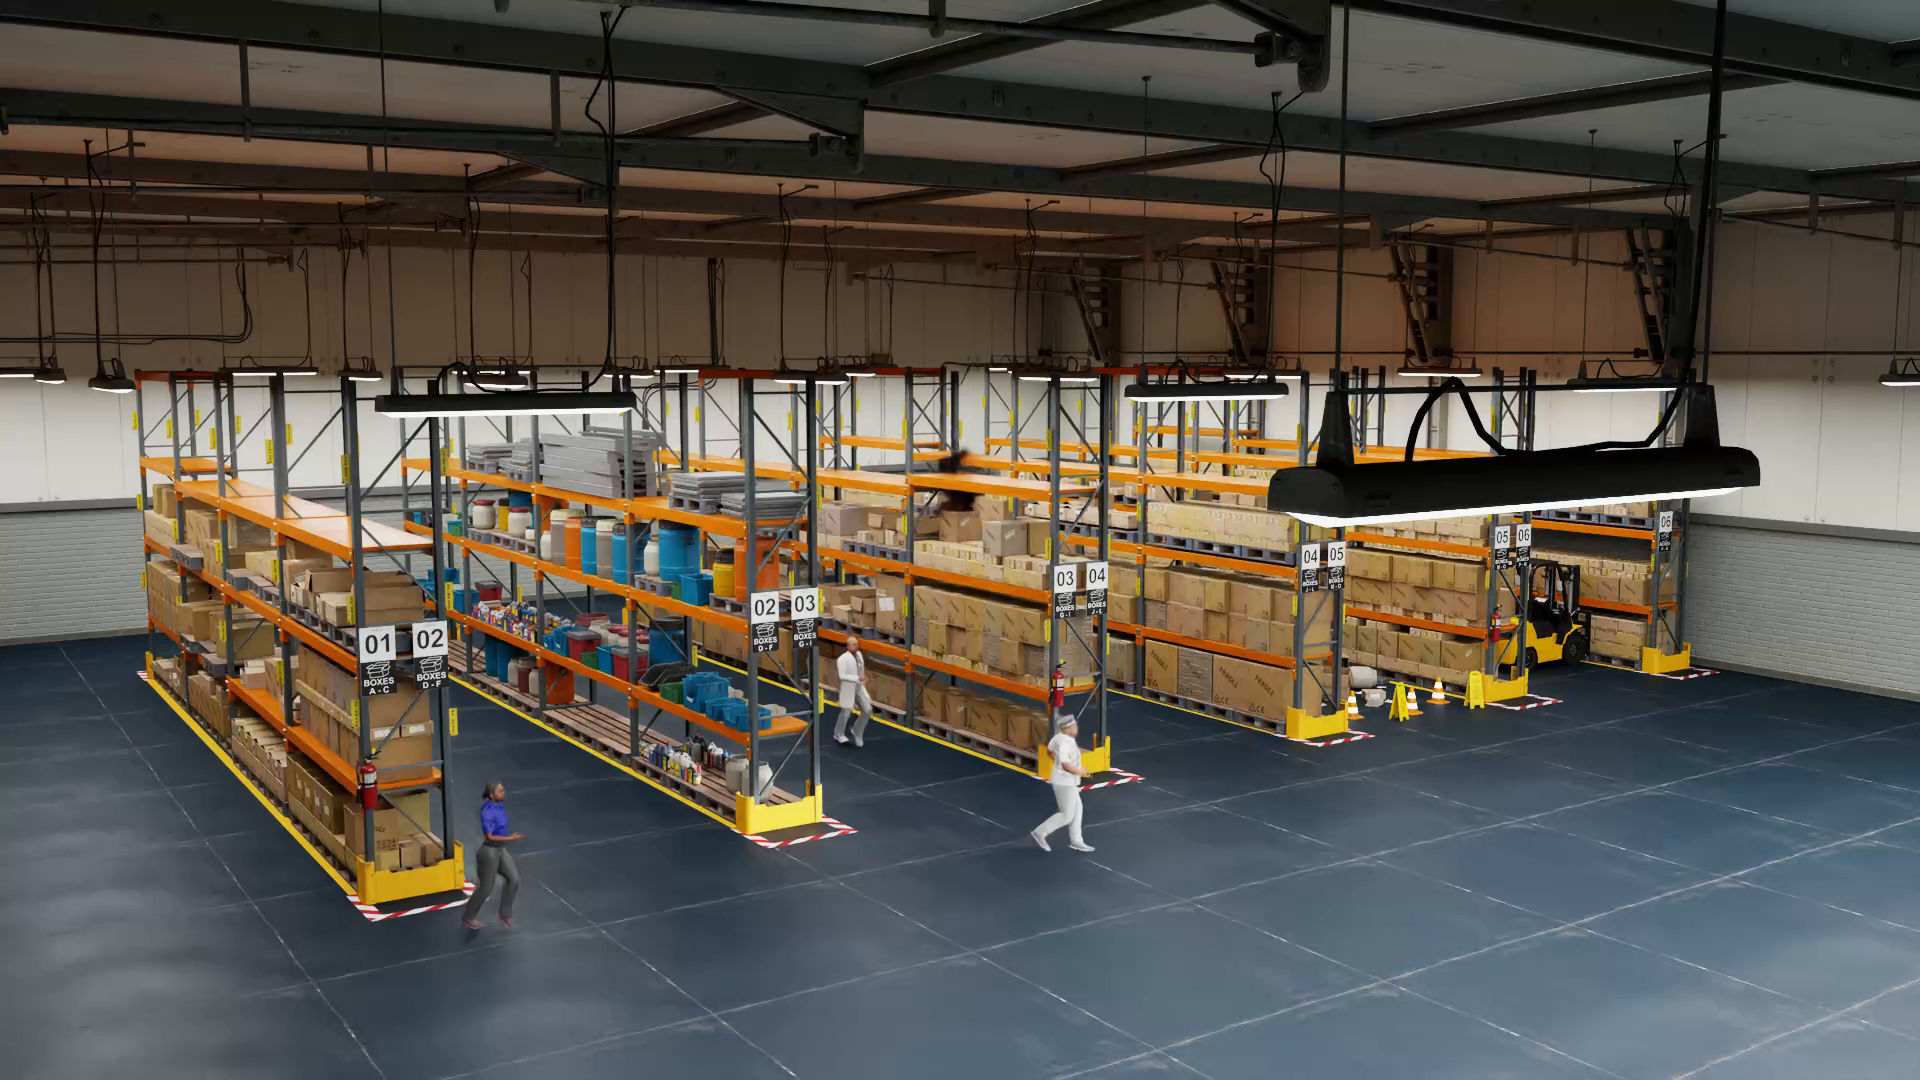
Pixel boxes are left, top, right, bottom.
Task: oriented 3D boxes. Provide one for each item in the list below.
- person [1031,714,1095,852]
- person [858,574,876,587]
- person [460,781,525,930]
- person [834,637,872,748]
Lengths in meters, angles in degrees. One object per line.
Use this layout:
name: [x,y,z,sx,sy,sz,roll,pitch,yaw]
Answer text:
person: [1.302,3.089,21.061,0.839,1.790,0.688,-1,6,-4]
person: [-2.345,0.716,42.090,0.648,1.783,0.732,4,7,30]
person: [-5.109,3.493,18.201,0.737,1.714,0.555,0,6,2]
person: [-1.717,2.448,26.693,0.668,1.807,0.877,-6,9,-43]
